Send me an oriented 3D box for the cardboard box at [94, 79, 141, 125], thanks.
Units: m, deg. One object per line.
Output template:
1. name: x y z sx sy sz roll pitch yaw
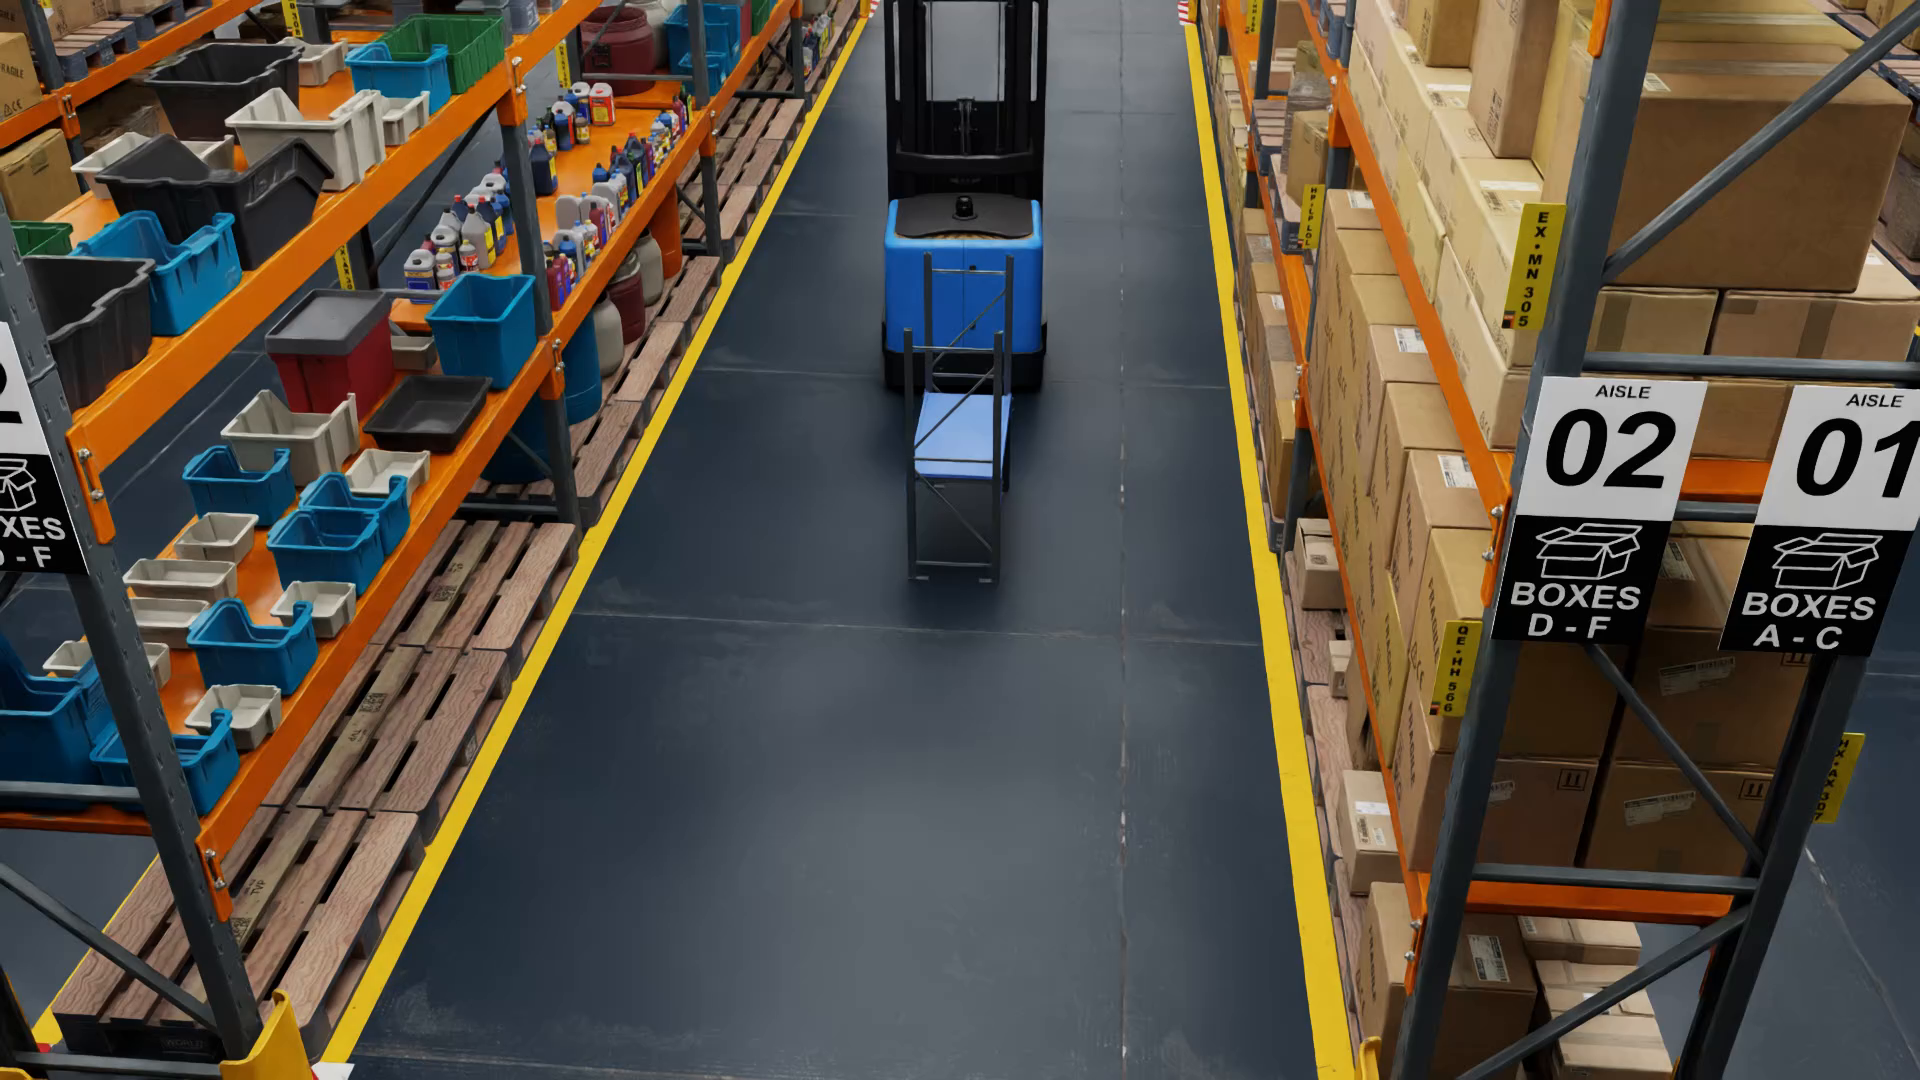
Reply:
1. cardboard box: -7.219 -3.655 13.850 0.500 0.250 0.500 6 32 10

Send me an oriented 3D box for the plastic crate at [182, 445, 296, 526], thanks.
1. plastic crate: -3.080 -0.227 7.142 0.416 0.233 0.300 2 32 4

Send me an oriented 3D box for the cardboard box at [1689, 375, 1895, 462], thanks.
1. cardboard box: 2.240 -0.445 4.678 0.500 0.250 0.500 2 32 4

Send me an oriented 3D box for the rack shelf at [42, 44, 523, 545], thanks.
1. rack shelf: -2.829 -1.204 6.452 1.077 0.370 4.000 2 32 4

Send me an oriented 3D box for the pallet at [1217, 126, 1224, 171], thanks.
1. pallet: 2.901 -3.675 15.293 1.003 0.211 1.213 2 32 4

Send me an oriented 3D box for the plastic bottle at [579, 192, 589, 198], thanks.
1. plastic bottle: -2.280 -2.022 10.141 0.097 0.201 0.097 0 32 0

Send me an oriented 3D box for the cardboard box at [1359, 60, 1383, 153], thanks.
1. cardboard box: 1.940 -1.774 6.834 0.500 0.250 0.500 2 32 4

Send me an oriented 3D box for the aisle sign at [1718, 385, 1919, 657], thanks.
1. aisle sign: 2.232 -0.033 4.247 0.394 0.787 0.004 2 32 4

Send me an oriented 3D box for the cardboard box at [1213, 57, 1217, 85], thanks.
1. cardboard box: 2.742 -4.509 16.209 0.500 0.250 0.500 2 32 4

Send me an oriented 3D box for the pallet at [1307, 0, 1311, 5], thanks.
1. pallet: 2.475 -3.143 9.092 1.213 0.211 1.003 2 32 4

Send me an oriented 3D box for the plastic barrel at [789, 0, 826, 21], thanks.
1. plastic barrel: -1.707 -6.065 18.483 0.421 0.512 0.421 0 32 0

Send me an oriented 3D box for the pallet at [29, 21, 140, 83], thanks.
1. pallet: -7.325 -3.878 13.147 1.213 0.211 1.003 2 32 4

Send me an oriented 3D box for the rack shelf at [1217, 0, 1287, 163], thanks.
1. rack shelf: 2.759 -3.897 13.681 1.077 0.370 4.000 2 32 4

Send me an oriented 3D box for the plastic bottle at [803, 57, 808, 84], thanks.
1. plastic bottle: -1.552 -4.636 16.376 0.097 0.271 0.097 0 32 0

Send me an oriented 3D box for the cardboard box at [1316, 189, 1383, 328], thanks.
1. cardboard box: 1.952 -1.300 7.732 0.500 0.500 0.500 3 32 5

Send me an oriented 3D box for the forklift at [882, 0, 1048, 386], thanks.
1. forklift: 0.042 -3.007 11.615 1.130 2.935 3.031 0 32 1

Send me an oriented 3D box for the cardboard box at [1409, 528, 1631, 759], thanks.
1. cardboard box: 1.707 0.313 5.115 0.500 0.500 0.500 2 32 4

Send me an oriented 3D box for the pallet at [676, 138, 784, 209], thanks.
1. pallet: -2.137 -3.224 14.560 1.003 0.211 1.213 2 32 4

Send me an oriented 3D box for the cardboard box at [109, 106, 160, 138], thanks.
1. cardboard box: -7.210 -3.348 14.067 0.700 0.500 0.500 0 32 0

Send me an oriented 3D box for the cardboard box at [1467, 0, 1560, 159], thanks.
1. cardboard box: 2.030 -1.513 5.219 0.700 0.500 0.500 2 32 4

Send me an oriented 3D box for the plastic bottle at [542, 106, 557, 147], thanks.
1. plastic bottle: -2.792 -2.799 11.324 0.061 0.283 0.133 2 32 4

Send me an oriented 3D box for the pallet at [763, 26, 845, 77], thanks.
1. pallet: -1.822 -5.265 17.872 1.003 0.211 1.213 2 32 4

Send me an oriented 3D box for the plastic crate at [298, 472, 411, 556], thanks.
1. plastic crate: -2.512 -0.103 6.940 0.416 0.233 0.300 2 32 4

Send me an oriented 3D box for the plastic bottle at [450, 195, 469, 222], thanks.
1. plastic bottle: -2.902 -1.850 9.720 0.144 0.351 0.185 2 32 4

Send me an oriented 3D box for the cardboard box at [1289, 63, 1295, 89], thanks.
1. cardboard box: 2.669 -3.308 12.124 0.500 0.311 0.500 4 32 7

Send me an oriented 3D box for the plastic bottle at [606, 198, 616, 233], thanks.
1. plastic bottle: -2.136 -1.964 10.048 0.097 0.201 0.097 0 32 0

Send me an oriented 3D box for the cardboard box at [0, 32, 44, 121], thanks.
1. cardboard box: -7.070 -3.357 12.023 0.500 0.500 0.500 3 32 5

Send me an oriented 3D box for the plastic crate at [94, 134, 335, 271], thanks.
1. plastic crate: -2.593 -1.226 5.860 0.504 0.338 0.767 2 32 4

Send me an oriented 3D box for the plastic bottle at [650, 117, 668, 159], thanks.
1. plastic bottle: -2.026 -2.703 11.180 0.097 0.271 0.097 0 32 0

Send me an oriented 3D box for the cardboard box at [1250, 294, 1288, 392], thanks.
1. cardboard box: 2.154 -1.246 10.656 0.500 0.500 0.500 1 32 2

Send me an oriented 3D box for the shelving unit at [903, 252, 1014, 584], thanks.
1. shelving unit: 0.007 -0.683 9.209 0.538 1.500 1.048 2 32 4

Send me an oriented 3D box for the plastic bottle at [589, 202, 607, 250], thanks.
1. plastic bottle: -2.139 -1.868 9.813 0.061 0.283 0.133 2 32 4

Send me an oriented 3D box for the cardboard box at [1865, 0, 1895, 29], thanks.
1. cardboard box: 7.709 -4.367 13.243 0.700 0.500 0.500 7 32 11

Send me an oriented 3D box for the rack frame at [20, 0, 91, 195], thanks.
1. rack frame: -7.277 -3.583 12.485 1.000 3.000 0.127 2 32 4

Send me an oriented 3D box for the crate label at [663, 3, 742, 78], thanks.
1. crate label: -1.990 -3.894 12.956 0.502 0.435 0.616 2 32 4

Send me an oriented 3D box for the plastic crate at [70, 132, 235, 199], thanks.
1. plastic crate: -3.071 -1.444 6.406 0.437 0.136 0.530 2 32 4

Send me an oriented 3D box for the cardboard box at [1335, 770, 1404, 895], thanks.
1. cardboard box: 1.851 1.219 6.895 0.500 0.250 0.500 2 32 4

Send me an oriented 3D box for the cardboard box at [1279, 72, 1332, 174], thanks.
1. cardboard box: 2.393 -2.575 10.354 0.700 0.500 0.500 8 33 13

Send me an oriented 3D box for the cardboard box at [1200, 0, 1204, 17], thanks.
1. cardboard box: 2.982 -6.078 18.755 0.500 0.250 0.500 2 32 4

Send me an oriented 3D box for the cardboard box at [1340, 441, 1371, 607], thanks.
1. cardboard box: 1.836 -0.058 6.671 0.500 0.500 0.500 2 32 3

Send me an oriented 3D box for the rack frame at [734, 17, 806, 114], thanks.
1. rack frame: -2.015 -5.463 15.535 1.000 3.000 0.127 2 32 4

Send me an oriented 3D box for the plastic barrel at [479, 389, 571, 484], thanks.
1. plastic barrel: -2.605 -0.849 9.648 0.600 0.901 0.708 2 32 4

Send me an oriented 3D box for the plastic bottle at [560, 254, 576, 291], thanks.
1. plastic bottle: -2.209 -1.499 9.294 0.097 0.201 0.097 0 32 0

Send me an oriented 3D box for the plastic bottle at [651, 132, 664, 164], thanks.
1. plastic bottle: -2.034 -2.622 11.115 0.097 0.201 0.097 0 32 0

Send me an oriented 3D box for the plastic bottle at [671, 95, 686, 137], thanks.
1. plastic bottle: -1.967 -2.971 11.603 0.061 0.283 0.133 2 32 4

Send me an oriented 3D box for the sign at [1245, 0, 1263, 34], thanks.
1. sign: 2.043 -3.672 11.527 0.100 0.325 0.005 2 32 4

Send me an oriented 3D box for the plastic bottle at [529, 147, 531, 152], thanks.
1. plastic bottle: -2.811 -2.381 10.653 0.152 0.276 0.135 2 32 4

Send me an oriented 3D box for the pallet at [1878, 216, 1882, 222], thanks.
1. pallet: 7.701 -2.806 13.882 1.003 0.211 1.213 2 32 4

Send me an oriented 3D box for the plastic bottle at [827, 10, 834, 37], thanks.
1. plastic bottle: -1.393 -5.544 17.838 0.061 0.283 0.133 3 32 5

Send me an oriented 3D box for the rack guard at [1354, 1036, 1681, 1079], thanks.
1. rack guard: 1.951 2.050 5.727 1.175 0.500 0.348 2 32 4

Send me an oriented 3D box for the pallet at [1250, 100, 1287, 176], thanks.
1. pallet: 2.611 -2.718 11.265 1.213 0.211 1.003 2 32 4

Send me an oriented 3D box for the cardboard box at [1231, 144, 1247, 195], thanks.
1. cardboard box: 2.429 -2.961 13.162 0.500 0.311 0.500 2 32 3

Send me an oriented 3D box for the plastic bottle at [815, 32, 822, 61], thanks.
1. plastic bottle: -1.465 -5.081 17.086 0.061 0.283 0.133 4 32 6

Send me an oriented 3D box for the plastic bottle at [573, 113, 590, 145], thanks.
1. plastic bottle: -2.610 -2.837 11.463 0.097 0.201 0.097 0 32 0

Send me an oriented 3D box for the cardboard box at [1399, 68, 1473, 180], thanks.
1. cardboard box: 1.852 -1.464 5.855 0.500 0.250 0.500 2 32 4

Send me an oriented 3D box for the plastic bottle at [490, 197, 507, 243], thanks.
1. plastic bottle: -2.759 -1.904 9.883 0.097 0.271 0.097 0 32 0

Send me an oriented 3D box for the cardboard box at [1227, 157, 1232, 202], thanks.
1. cardboard box: 2.478 -2.984 13.734 0.500 0.250 0.500 3 32 5
